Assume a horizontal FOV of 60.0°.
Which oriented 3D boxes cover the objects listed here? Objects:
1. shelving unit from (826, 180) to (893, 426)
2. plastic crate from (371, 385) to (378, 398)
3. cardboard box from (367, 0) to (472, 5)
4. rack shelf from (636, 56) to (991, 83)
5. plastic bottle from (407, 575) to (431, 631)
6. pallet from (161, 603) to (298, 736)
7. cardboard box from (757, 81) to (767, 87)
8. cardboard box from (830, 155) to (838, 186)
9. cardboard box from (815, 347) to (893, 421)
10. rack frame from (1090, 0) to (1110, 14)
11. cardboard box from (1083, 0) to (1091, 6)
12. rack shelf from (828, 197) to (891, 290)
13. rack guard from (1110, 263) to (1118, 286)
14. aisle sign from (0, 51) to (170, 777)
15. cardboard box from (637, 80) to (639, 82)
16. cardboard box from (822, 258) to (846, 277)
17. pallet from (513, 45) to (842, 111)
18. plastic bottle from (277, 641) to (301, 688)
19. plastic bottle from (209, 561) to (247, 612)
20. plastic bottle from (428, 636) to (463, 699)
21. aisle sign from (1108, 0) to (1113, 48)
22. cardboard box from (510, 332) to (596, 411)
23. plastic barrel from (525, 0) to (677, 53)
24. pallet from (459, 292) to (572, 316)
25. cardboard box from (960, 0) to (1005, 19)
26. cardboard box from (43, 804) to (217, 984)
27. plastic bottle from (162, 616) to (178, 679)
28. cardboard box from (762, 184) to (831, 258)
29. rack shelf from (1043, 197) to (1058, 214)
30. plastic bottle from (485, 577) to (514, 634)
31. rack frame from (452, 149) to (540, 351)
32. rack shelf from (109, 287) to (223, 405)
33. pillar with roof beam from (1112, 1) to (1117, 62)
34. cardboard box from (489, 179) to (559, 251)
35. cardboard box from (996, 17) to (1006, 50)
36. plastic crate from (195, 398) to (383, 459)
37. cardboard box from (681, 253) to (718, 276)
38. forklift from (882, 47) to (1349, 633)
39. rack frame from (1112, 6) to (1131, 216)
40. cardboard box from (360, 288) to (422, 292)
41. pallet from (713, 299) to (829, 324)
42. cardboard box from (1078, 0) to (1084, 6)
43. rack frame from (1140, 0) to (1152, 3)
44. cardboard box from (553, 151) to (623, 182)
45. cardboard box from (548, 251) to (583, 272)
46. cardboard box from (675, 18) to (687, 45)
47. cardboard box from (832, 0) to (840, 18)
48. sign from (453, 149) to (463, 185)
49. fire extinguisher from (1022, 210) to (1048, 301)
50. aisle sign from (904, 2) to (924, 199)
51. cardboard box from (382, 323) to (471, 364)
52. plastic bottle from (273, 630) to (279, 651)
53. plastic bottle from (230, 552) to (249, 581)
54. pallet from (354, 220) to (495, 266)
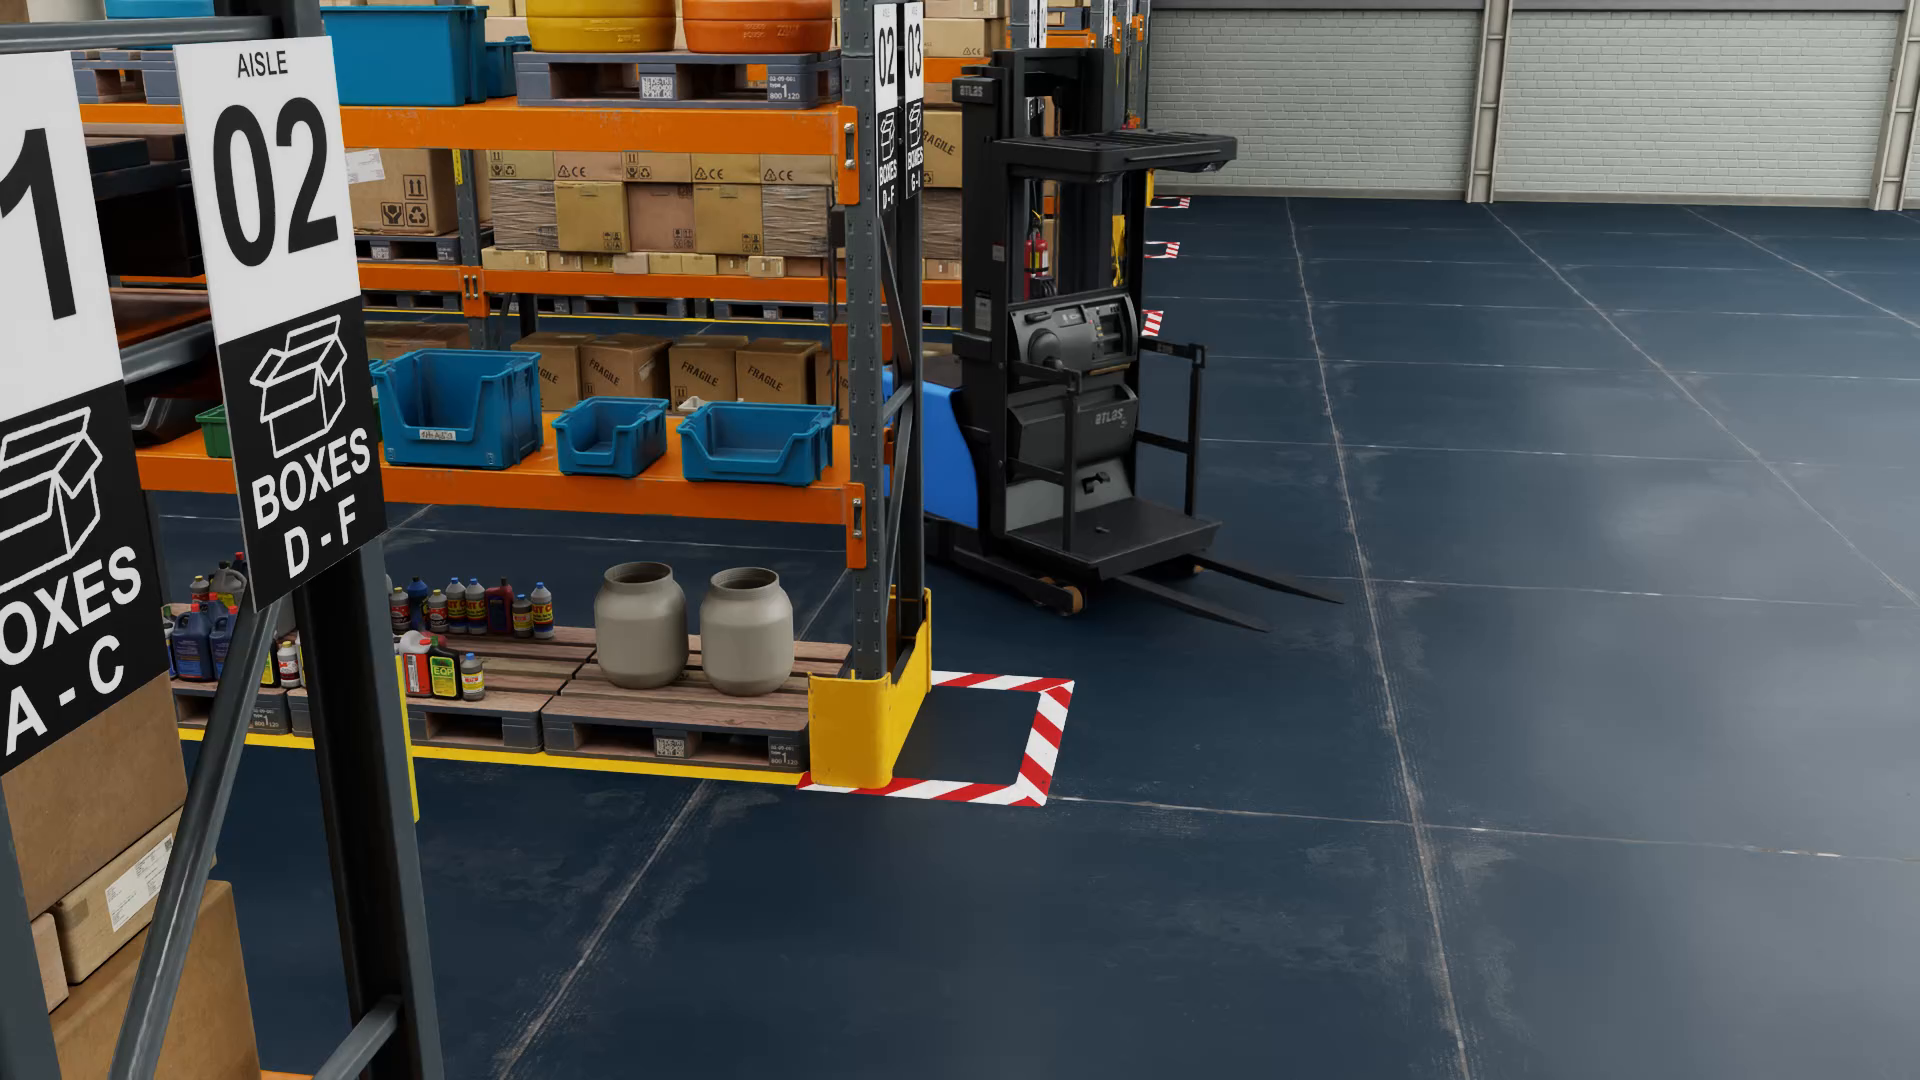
[{"bbox_3d":[-0.555,-1.194,10.557,0.503,2.100,0.431,0,18,1],"label":"shelving unit"},{"bbox_3d":[-2.617,-0.629,7.872,0.437,0.136,0.530,3,19,9],"label":"plastic crate"},{"bbox_3d":[-3.923,-4.034,12.079,0.637,0.503,0.797,2,19,6],"label":"cardboard box"},{"bbox_3d":[-1.500,-3.289,11.812,4.000,0.370,1.077,3,19,9],"label":"rack shelf"},{"bbox_3d":[-2.689,0.309,8.260,0.097,0.271,0.097,0,18,0],"label":"plastic bottle"},{"bbox_3d":[-3.604,0.613,8.140,1.213,0.211,1.003,3,19,9],"label":"pallet"},{"bbox_3d":[-1.668,-4.420,16.847,0.550,0.550,0.875,3,19,9],"label":"cardboard box"},{"bbox_3d":[-0.602,-2.743,11.573,0.500,0.500,0.500,3,19,9],"label":"cardboard box"},{"bbox_3d":[-0.735,-1.177,12.371,0.500,0.500,0.500,8,20,23],"label":"cardboard box"},{"bbox_3d":[1.361,-6.501,15.550,0.127,3.000,1.000,3,19,9],"label":"rack frame"},{"bbox_3d":[1.498,-6.645,20.477,0.500,0.250,0.500,3,19,8],"label":"cardboard box"},{"bbox_3d":[-0.555,-1.846,10.343,0.480,0.518,0.431,0,18,1],"label":"rack shelf"},{"bbox_3d":[1.385,-2.469,16.895,0.348,0.500,1.175,3,19,9],"label":"rack guard"},{"bbox_3d":[-1.082,-0.141,1.901,0.004,0.787,0.394,3,19,9],"label":"aisle sign"},{"bbox_3d":[-3.911,-5.831,21.713,0.500,0.500,0.500,2,19,7],"label":"cardboard box"},{"bbox_3d":[-0.826,-1.990,11.919,0.250,0.149,0.380,3,19,9],"label":"cardboard box"},{"bbox_3d":[-1.112,-1.961,7.006,1.213,0.211,1.003,3,19,9],"label":"pallet"},{"bbox_3d":[-3.067,0.563,7.609,0.097,0.201,0.097,0,18,0],"label":"plastic bottle"},{"bbox_3d":[-3.602,0.278,8.226,0.185,0.351,0.144,3,19,9],"label":"plastic bottle"},{"bbox_3d":[-2.312,0.569,7.463,0.133,0.283,0.061,3,19,10],"label":"plastic bottle"},{"bbox_3d":[1.479,-4.979,16.360,0.004,0.787,0.394,3,19,9],"label":"aisle sign"},{"bbox_3d":[-3.086,-1.289,12.707,0.500,0.500,0.500,2,19,7],"label":"cardboard box"},{"bbox_3d":[-1.457,-2.284,6.716,0.600,0.588,0.600,0,18,0],"label":"plastic barrel"},{"bbox_3d":[-4.570,-2.611,17.773,1.213,0.211,1.003,3,19,9],"label":"pallet"},{"bbox_3d":[0.151,-3.564,11.107,0.250,0.149,0.380,3,19,9],"label":"cardboard box"},{"bbox_3d":[-1.454,0.554,2.740,0.250,0.149,0.380,3,19,8],"label":"cardboard box"},{"bbox_3d":[-3.692,0.487,7.718,0.135,0.276,0.152,4,19,11],"label":"plastic bottle"},{"bbox_3d":[-1.064,-2.358,11.997,0.500,0.500,0.875,3,19,9],"label":"cardboard box"},{"bbox_3d":[-0.614,-3.415,16.917,4.000,0.370,1.077,3,19,9],"label":"rack shelf"},{"bbox_3d":[-2.272,0.318,8.212,0.133,0.283,0.061,3,19,10],"label":"plastic bottle"},{"bbox_3d":[-3.475,-2.308,12.475,0.127,3.000,1.000,3,19,9],"label":"rack frame"},{"bbox_3d":[-3.075,-0.186,2.537,4.000,0.370,1.077,3,19,9],"label":"rack shelf"},{"bbox_3d":[1.603,-8.581,21.766,0.400,9.000,9.100,3,19,9],"label":"pillar with roof beam"},{"bbox_3d":[-3.040,-2.455,12.286,0.500,0.500,0.875,3,19,9],"label":"cardboard box"},{"bbox_3d":[0.040,-3.564,11.735,0.500,0.250,0.500,3,19,10],"label":"cardboard box"},{"bbox_3d":[-2.965,-0.499,7.402,0.662,0.188,0.450,3,19,9],"label":"plastic crate"},{"bbox_3d":[-1.827,-2.013,11.987,0.250,0.149,0.380,3,19,9],"label":"cardboard box"},{"bbox_3d":[0.782,-1.155,9.135,1.130,2.935,3.031,-15,24,-39],"label":"forklift"},{"bbox_3d":[2.046,-5.212,21.152,0.127,3.000,1.000,3,19,9],"label":"rack frame"},{"bbox_3d":[-5.951,-3.132,17.820,0.750,0.750,1.050,3,19,8],"label":"cardboard box"},{"bbox_3d":[-1.850,-2.472,17.358,1.213,0.211,1.003,3,19,9],"label":"pallet"},{"bbox_3d":[1.073,-5.323,16.335,0.250,0.149,0.380,3,19,9],"label":"cardboard box"},{"bbox_3d":[2.830,-9.612,24.848,0.127,3.000,1.000,3,19,9],"label":"rack frame"},{"bbox_3d":[-2.577,-2.844,11.874,0.500,0.500,0.500,3,19,9],"label":"cardboard box"},{"bbox_3d":[-2.814,-2.064,12.139,0.250,0.149,0.380,3,19,9],"label":"cardboard box"},{"bbox_3d":[-2.059,-3.503,11.556,0.500,0.250,0.500,2,19,6],"label":"cardboard box"},{"bbox_3d":[-0.851,-3.650,11.364,0.250,0.149,0.380,3,19,9],"label":"cardboard box"},{"bbox_3d":[-3.559,-2.683,11.771,0.005,0.325,0.100,3,19,9],"label":"sign"},{"bbox_3d":[0.514,-1.920,11.437,0.183,0.674,0.296,3,19,9],"label":"fire extinguisher"},{"bbox_3d":[-0.194,-1.876,7.086,0.004,0.787,0.394,3,19,9],"label":"aisle sign"},{"bbox_3d":[-4.078,-1.369,12.914,0.500,0.500,0.700,1,19,4],"label":"cardboard box"},{"bbox_3d":[-3.192,0.504,7.675,0.097,0.271,0.097,0,18,0],"label":"plastic bottle"},{"bbox_3d":[-3.579,0.233,8.361,0.185,0.351,0.144,2,19,7],"label":"plastic bottle"},{"bbox_3d":[-4.206,-2.301,12.756,1.213,0.211,1.003,3,19,9],"label":"pallet"}]
